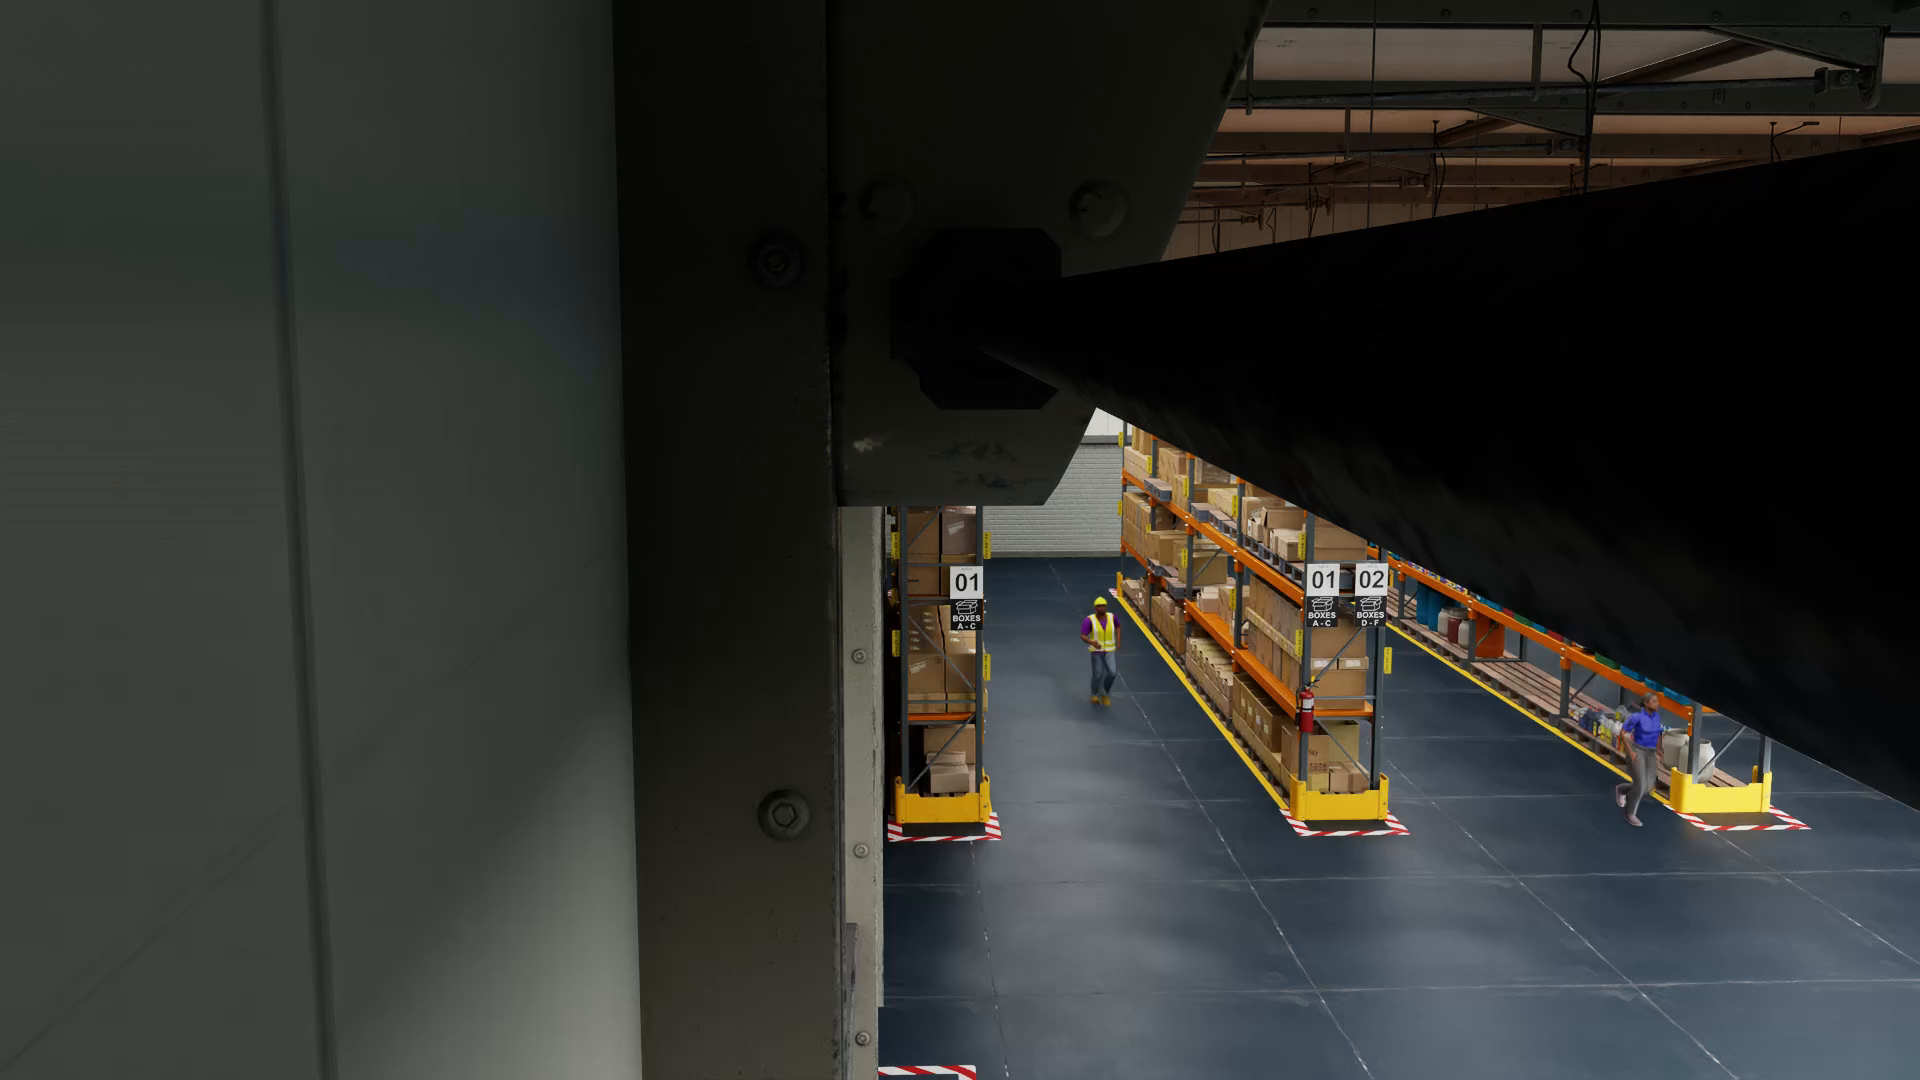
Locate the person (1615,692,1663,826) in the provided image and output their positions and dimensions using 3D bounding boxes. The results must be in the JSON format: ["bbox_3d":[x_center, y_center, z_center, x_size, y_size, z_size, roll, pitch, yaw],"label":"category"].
[{"bbox_3d":[8.422,2.673,20.626,0.614,1.610,0.585,-3,9,-22],"label":"person"}]

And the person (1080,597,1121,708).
[{"bbox_3d":[2.252,1.776,26.352,0.699,1.760,0.665,-1,8,-7],"label":"person"}]
